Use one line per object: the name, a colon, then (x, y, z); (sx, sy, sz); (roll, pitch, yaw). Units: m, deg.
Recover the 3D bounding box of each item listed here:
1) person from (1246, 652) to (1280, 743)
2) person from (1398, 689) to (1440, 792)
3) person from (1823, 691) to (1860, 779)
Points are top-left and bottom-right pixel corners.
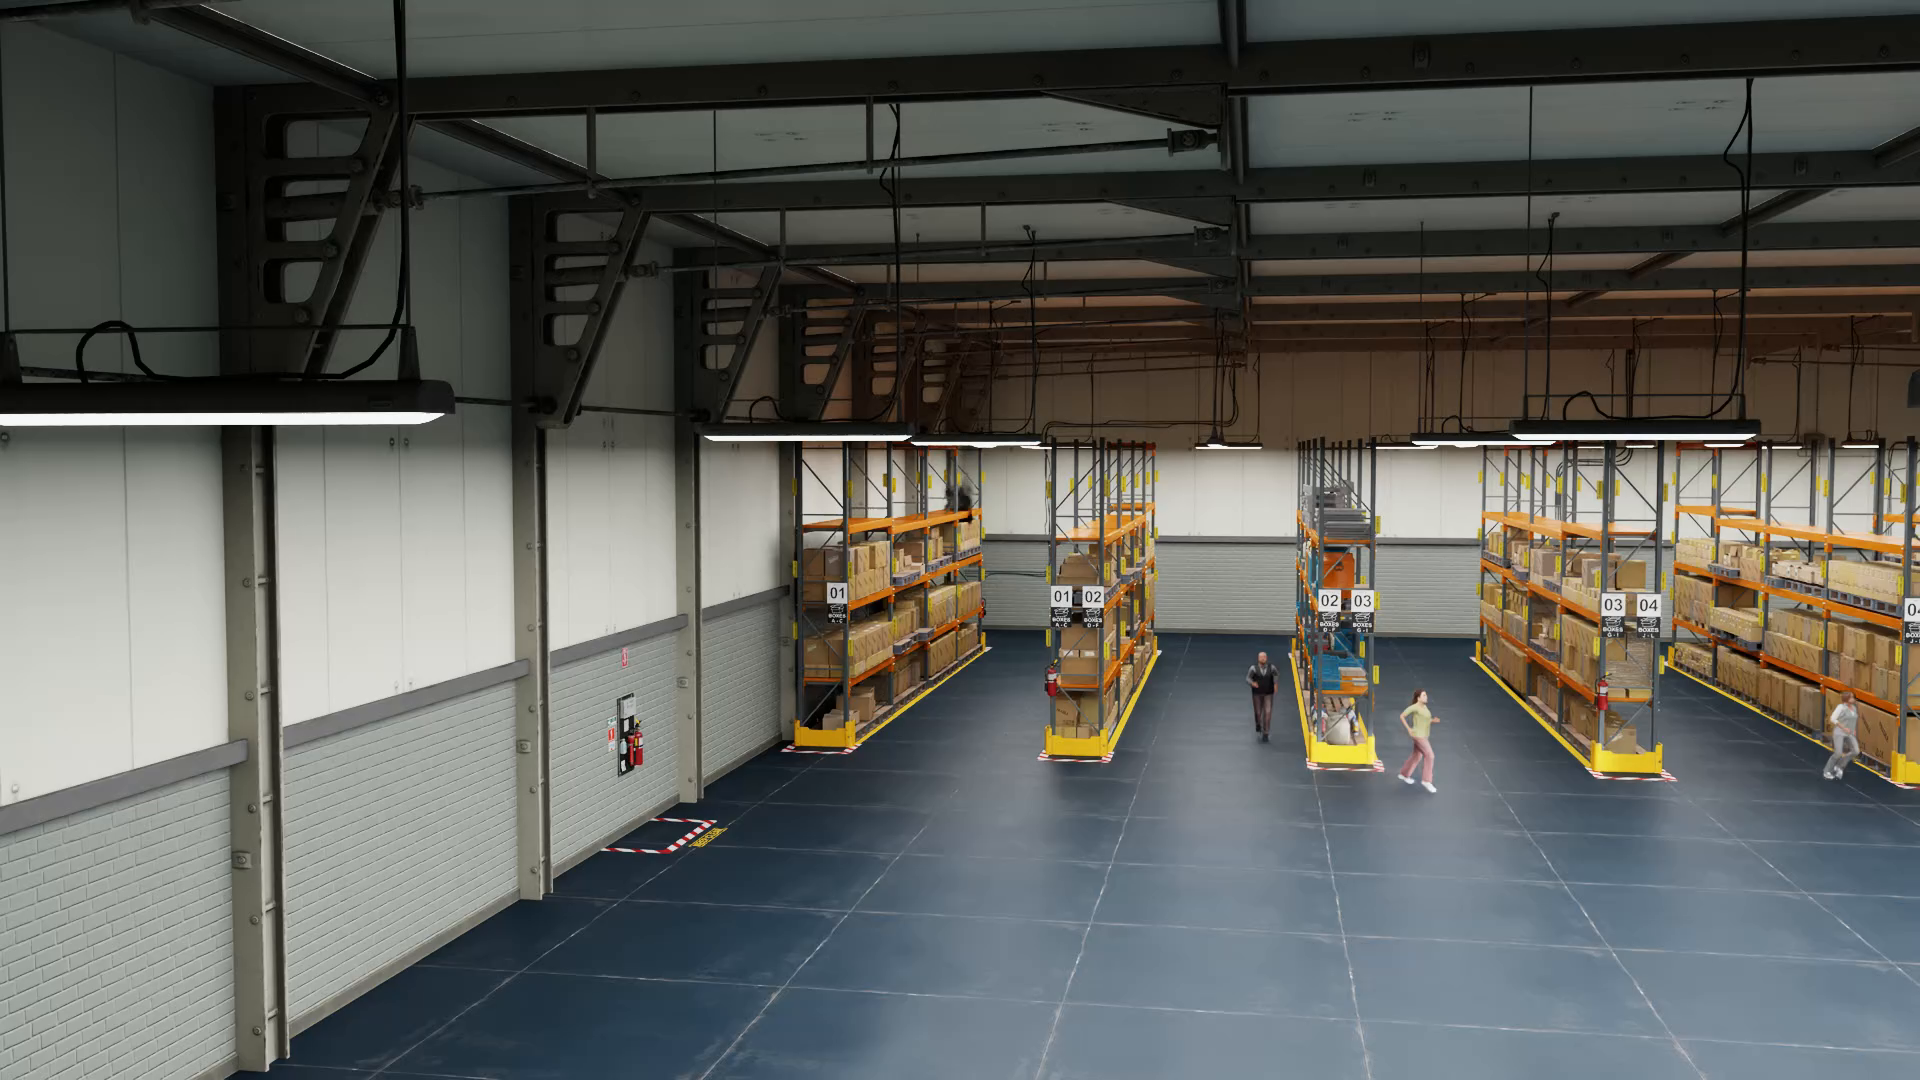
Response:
person: (6.041, 3.104, 33.187); (0.676, 1.741, 0.935); (0, 3, 7)
person: (7.795, 3.385, 28.273); (0.752, 1.726, 0.547); (2, 4, 37)
person: (15.433, 3.406, 28.985); (0.590, 1.539, 0.562); (-1, 3, -15)
